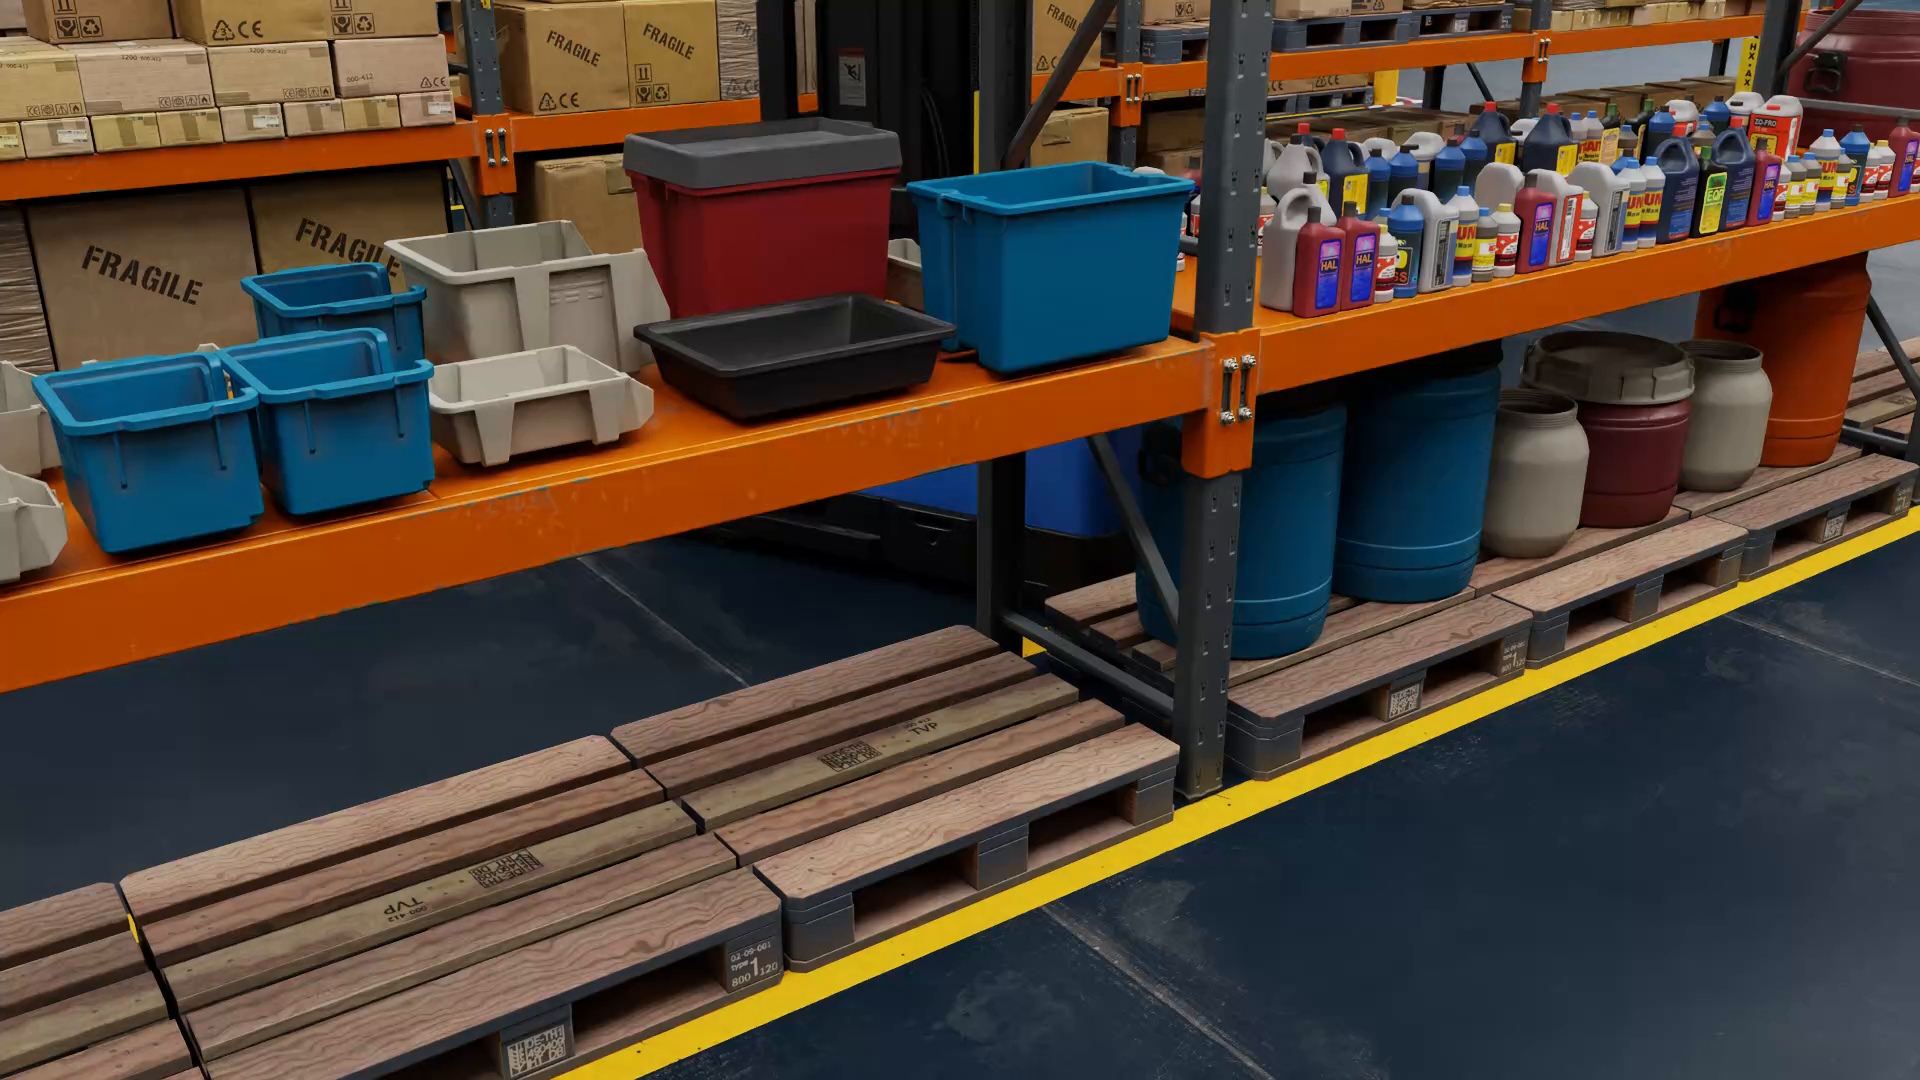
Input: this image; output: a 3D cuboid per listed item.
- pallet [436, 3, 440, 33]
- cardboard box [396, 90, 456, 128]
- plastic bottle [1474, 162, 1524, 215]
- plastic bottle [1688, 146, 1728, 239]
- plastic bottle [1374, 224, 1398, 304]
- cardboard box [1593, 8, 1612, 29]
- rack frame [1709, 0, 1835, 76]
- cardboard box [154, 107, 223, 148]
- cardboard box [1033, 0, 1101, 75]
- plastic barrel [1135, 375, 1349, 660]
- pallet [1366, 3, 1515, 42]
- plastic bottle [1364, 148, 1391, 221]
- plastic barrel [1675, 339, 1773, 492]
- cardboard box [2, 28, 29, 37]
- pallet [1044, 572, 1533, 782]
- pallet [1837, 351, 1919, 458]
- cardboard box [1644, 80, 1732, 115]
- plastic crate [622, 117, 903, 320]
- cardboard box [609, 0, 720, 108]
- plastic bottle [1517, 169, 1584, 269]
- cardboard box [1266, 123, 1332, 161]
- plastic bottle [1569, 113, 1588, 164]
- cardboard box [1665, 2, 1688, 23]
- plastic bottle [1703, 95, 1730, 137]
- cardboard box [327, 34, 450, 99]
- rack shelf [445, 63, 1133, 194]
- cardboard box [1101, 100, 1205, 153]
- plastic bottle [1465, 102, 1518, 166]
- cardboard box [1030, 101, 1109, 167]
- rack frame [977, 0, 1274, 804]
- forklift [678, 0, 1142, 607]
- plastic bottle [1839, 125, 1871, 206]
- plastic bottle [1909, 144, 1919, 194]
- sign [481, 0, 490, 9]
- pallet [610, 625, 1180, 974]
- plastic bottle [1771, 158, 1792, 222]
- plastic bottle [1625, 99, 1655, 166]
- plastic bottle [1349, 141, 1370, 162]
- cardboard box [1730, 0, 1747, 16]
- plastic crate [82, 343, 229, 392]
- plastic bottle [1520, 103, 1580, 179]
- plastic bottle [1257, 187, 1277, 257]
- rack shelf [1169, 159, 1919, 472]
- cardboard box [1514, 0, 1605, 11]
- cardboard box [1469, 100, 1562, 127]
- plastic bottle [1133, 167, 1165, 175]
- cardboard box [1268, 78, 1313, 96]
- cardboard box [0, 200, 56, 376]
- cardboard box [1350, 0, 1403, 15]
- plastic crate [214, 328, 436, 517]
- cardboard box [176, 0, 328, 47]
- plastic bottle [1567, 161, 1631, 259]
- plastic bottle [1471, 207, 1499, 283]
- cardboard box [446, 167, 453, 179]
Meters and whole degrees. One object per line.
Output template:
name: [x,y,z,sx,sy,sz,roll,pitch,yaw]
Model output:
pallet: [-4.611,-3.868,12.301,1.213,0.211,1.003,-15,26,-33]
cardboard box: [-2.558,-2.040,7.800,0.250,0.149,0.380,-15,26,-33]
plastic bottle: [1.652,-1.005,5.035,0.135,0.276,0.152,-15,26,-33]
plastic bottle: [2.373,-1.110,5.289,0.133,0.283,0.061,-15,26,-33]
plastic bottle: [1.129,-0.749,4.494,0.097,0.201,0.097,0,22,0]
cardboard box: [4.740,-4.005,12.724,0.250,0.149,0.380,-15,26,-33]
rack frame: [7.239,-4.918,14.675,0.127,3.000,1.000,-15,26,-33]
cardboard box: [-3.393,-1.817,7.241,0.250,0.149,0.380,-14,26,-32]
cardboard box: [0.490,-3.052,9.862,0.500,0.500,0.500,-14,26,-31]
plastic barrel: [0.843,-0.164,5.025,0.708,0.901,0.600,-15,26,-33]
pallet: [3.287,-3.842,12.236,1.213,0.211,1.003,-15,26,-33]
plastic bottle: [1.316,-1.109,5.301,0.097,0.271,0.097,0,22,0]
plastic barrel: [2.845,-0.476,6.333,0.421,0.512,0.421,0,22,0]
cardboard box: [-6.235,-3.342,11.062,0.250,0.149,0.380,-16,27,-35]
pallet: [1.042,0.310,5.336,1.213,0.211,1.003,-15,26,-33]
pallet: [4.290,-0.558,7.509,1.213,0.211,1.003,-15,26,-33]
cardboard box: [6.258,-3.683,14.384,0.500,0.500,0.500,-8,23,-19]
plastic crate: [-0.480,-0.771,4.113,0.583,0.464,0.402,-15,26,-33]
cardboard box: [-1.574,-2.501,8.482,0.500,0.500,0.500,-15,26,-33]
plastic bottle: [1.741,-0.959,4.921,0.135,0.276,0.152,-15,26,-33]
cardboard box: [2.177,-2.630,11.719,0.500,0.500,0.700,-12,25,-28]
plastic bottle: [2.238,-1.424,6.091,0.097,0.271,0.097,0,22,0]
cardboard box: [5.553,-4.221,13.265,0.250,0.149,0.380,-15,26,-33]
plastic bottle: [2.988,-1.624,6.592,0.097,0.271,0.097,0,22,0]
cardboard box: [-2.707,-2.215,7.701,0.500,0.250,0.500,-15,26,-34]
rack shelf: [-0.878,-2.420,9.384,4.000,0.370,1.077,-15,26,-33]
cardboard box: [1.272,-2.733,10.964,0.500,0.250,0.500,-14,26,-31]
plastic bottle: [1.840,-1.344,5.784,0.185,0.351,0.144,-15,26,-33]
cardboard box: [0.173,-2.252,10.293,0.875,0.875,1.225,-16,27,-35]
rack frame: [0.391,-0.831,4.432,0.127,3.000,1.000,-15,26,-33]
forklift: [-0.588,-1.507,6.218,3.031,2.935,1.130,12,25,27]
plastic bottle: [3.109,-1.310,5.805,0.097,0.271,0.097,0,22,0]
plastic bottle: [3.455,-1.369,6.048,0.097,0.201,0.097,0,22,0]
sign: [-2.176,-2.593,7.573,0.005,0.325,0.100,-15,26,-33]
pallet: [-0.183,0.635,4.520,1.213,0.211,1.003,-15,26,-33]
plastic bottle: [2.714,-1.172,5.553,0.097,0.201,0.097,0,22,0]
plastic bottle: [2.587,-1.531,6.343,0.133,0.283,0.061,-15,26,-33]
plastic bottle: [1.228,-1.144,5.384,0.135,0.276,0.152,-15,26,-33]
cardboard box: [6.313,-4.463,13.873,0.250,0.149,0.380,-15,26,-33]
plastic crate: [-1.615,-0.297,3.369,0.250,0.136,0.298,-15,26,-33]
plastic bottle: [2.038,-1.327,5.742,0.185,0.351,0.144,-15,26,-33]
plastic bottle: [0.907,-0.967,5.040,0.097,0.201,0.097,0,22,0]
rack shelf: [2.015,-0.930,5.650,4.000,0.370,1.077,-15,26,-33]
cardboard box: [4.394,-4.316,12.629,0.500,0.500,0.875,-15,26,-33]
cardboard box: [4.341,-3.161,13.077,0.500,0.500,0.500,-16,27,-34]
plastic bottle: [0.522,-0.956,4.912,0.135,0.276,0.152,-15,26,-33]
cardboard box: [3.200,-5.283,17.889,0.875,0.875,0.875,-15,26,-34]
cardboard box: [-4.537,-1.023,7.213,0.875,0.875,0.875,-15,26,-33]
cardboard box: [2.639,-3.893,11.398,0.637,0.503,0.797,-12,25,-27]
plastic crate: [-1.151,-0.220,3.045,0.300,0.233,0.416,-15,26,-33]
cardboard box: [-3.128,-2.451,7.280,0.500,0.500,0.500,-15,26,-32]
plastic bottle: [1.929,-1.010,5.046,0.135,0.276,0.152,-15,26,-33]
plastic bottle: [1.476,-0.841,4.726,0.097,0.201,0.097,0,22,0]
cardboard box: [-4.133,-3.064,12.835,0.500,0.500,0.500,-14,25,-30]
